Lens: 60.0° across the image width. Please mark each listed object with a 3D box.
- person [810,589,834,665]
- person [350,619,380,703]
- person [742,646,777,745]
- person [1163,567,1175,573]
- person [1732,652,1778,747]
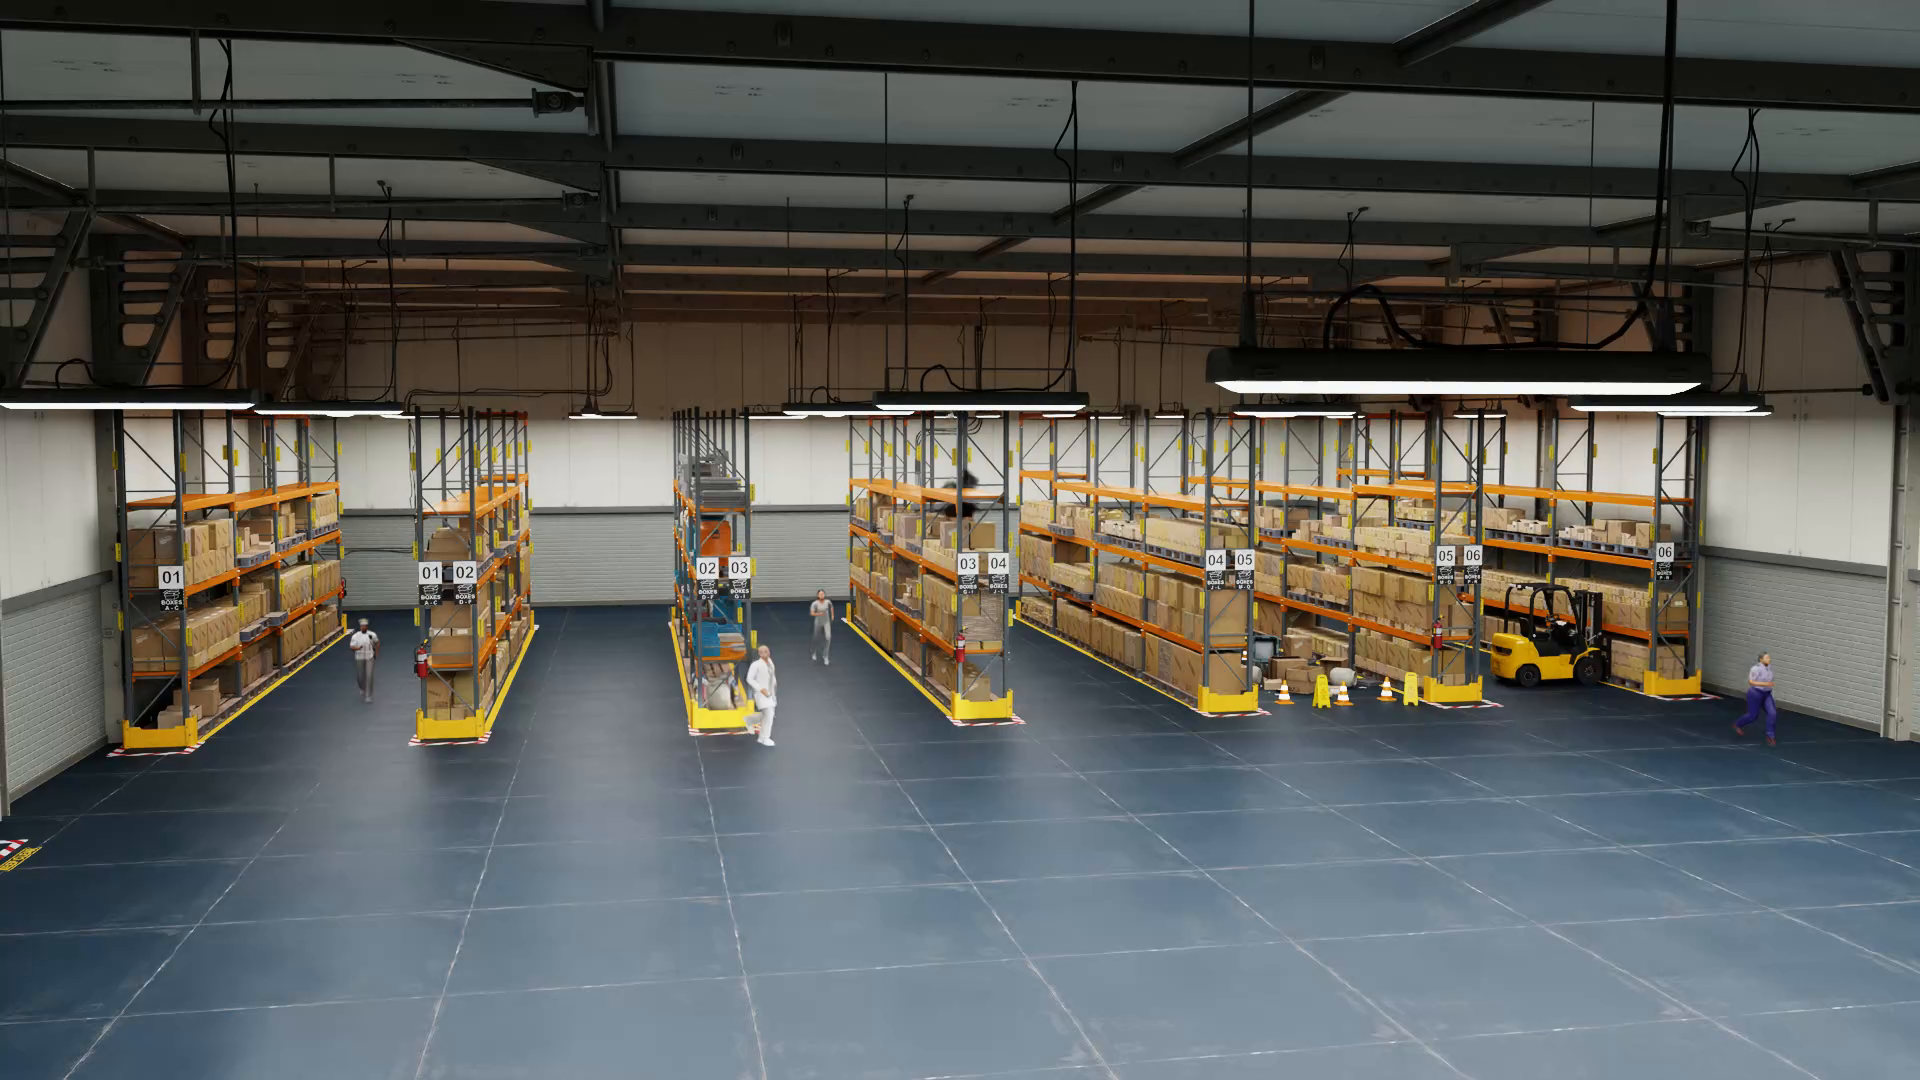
[{"bbox_3d":[-3.177,1.967,38.173,0.573,1.702,0.875,-1,4,-16],"label":"person"},{"bbox_3d":[-12.158,2.441,33.989,0.575,1.680,0.938,-1,4,-17],"label":"person"},{"bbox_3d":[-3.581,2.754,29.643,0.730,1.776,0.719,2,5,29],"label":"person"},{"bbox_3d":[6.323,1.247,50.914,0.532,1.713,0.716,0,4,4],"label":"person"},{"bbox_3d":[14.238,2.822,29.694,0.619,1.698,0.909,-2,4,-25],"label":"person"}]
